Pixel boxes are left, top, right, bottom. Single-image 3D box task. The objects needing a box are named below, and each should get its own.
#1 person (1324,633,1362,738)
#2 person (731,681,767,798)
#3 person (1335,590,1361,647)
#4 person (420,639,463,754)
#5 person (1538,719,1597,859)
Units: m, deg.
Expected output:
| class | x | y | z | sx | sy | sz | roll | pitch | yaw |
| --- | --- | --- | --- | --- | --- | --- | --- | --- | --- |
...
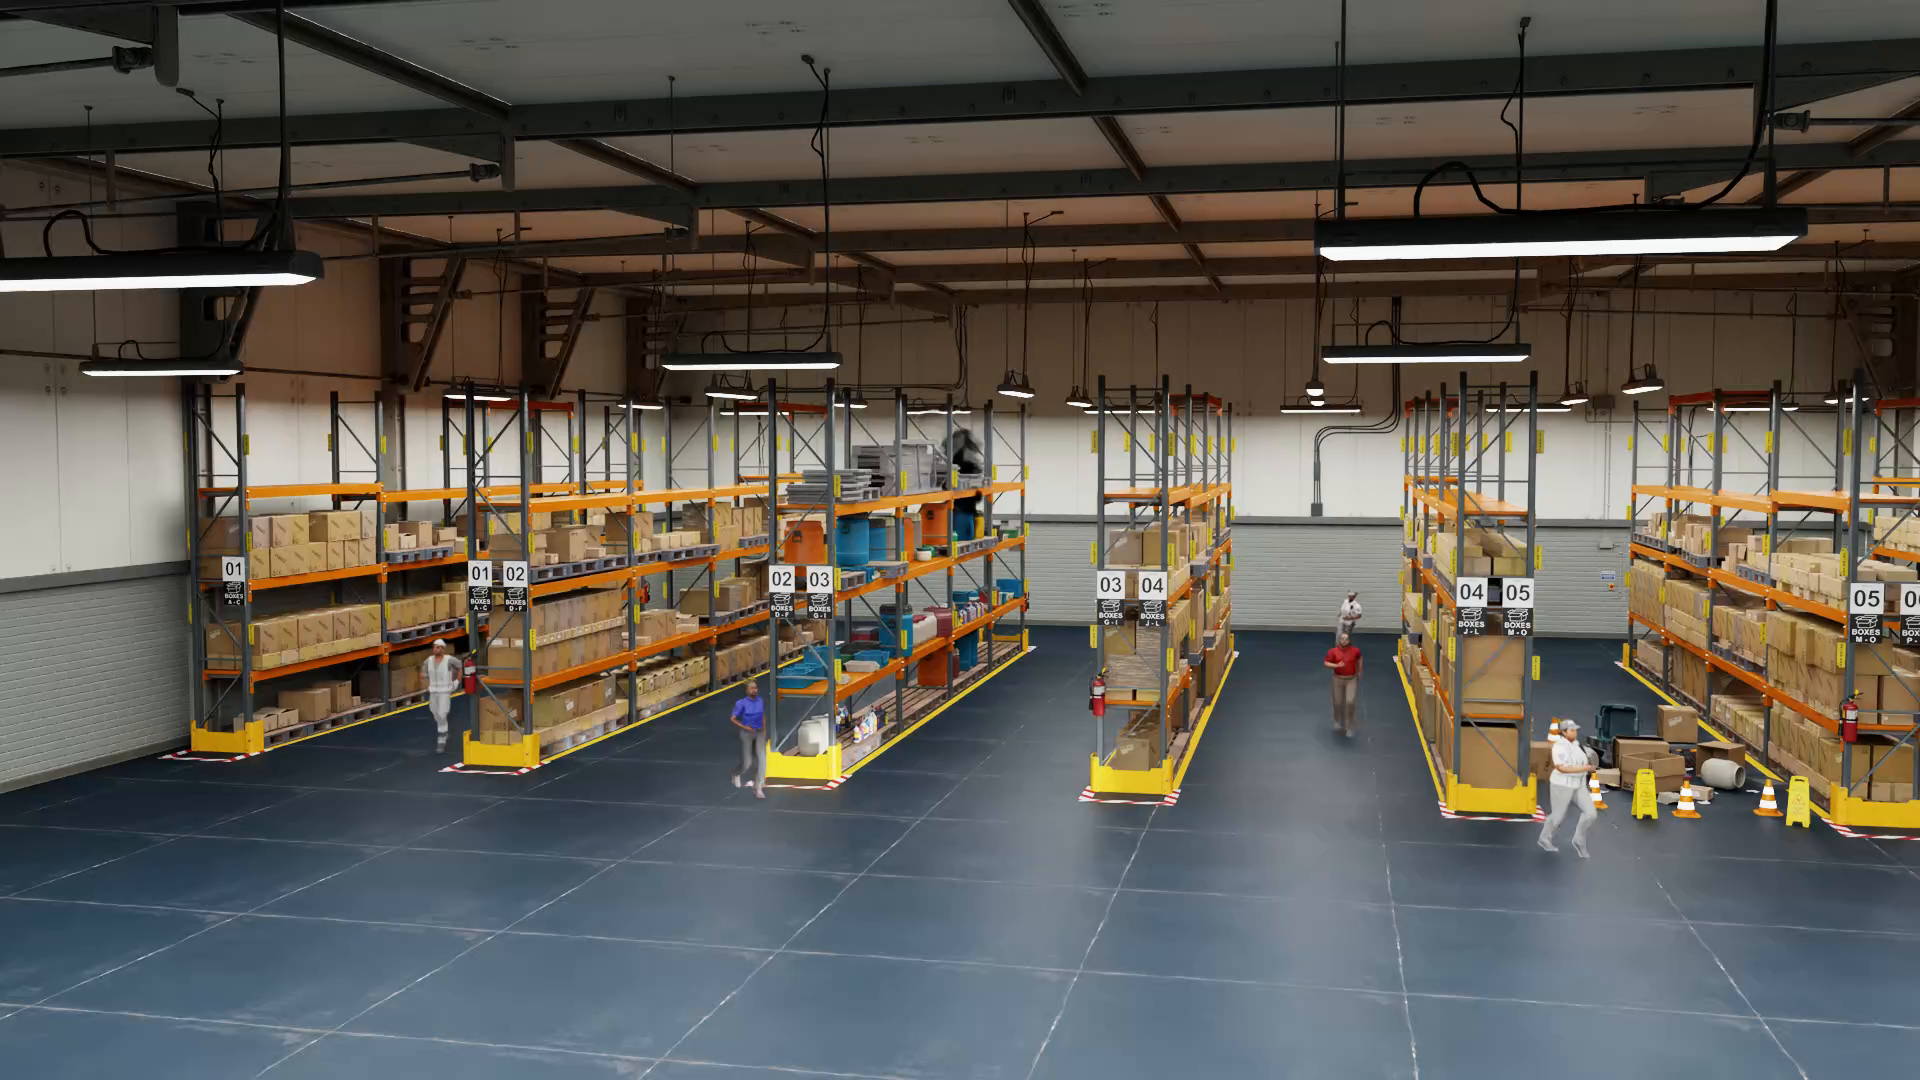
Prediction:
| class | x | y | z | sx | sy | sz | roll | pitch | yaw |
| --- | --- | --- | --- | --- | --- | --- | --- | --- | --- |
| person | 6.625 | 2.491 | 28.760 | 0.664 | 1.793 | 0.847 | 1 | 3 | 9 |
| person | -3.013 | 2.843 | 23.821 | 0.584 | 1.668 | 0.721 | -2 | 4 | -33 |
| person | 9.137 | 1.976 | 39.036 | 0.647 | 1.646 | 0.773 | 3 | 5 | 45 |
| person | -8.522 | 2.548 | 27.286 | 0.648 | 1.857 | 0.764 | 1 | 3 | 11 |
| person | 7.390 | 3.031 | 20.173 | 0.590 | 1.724 | 0.721 | -2 | 4 | -32 |
